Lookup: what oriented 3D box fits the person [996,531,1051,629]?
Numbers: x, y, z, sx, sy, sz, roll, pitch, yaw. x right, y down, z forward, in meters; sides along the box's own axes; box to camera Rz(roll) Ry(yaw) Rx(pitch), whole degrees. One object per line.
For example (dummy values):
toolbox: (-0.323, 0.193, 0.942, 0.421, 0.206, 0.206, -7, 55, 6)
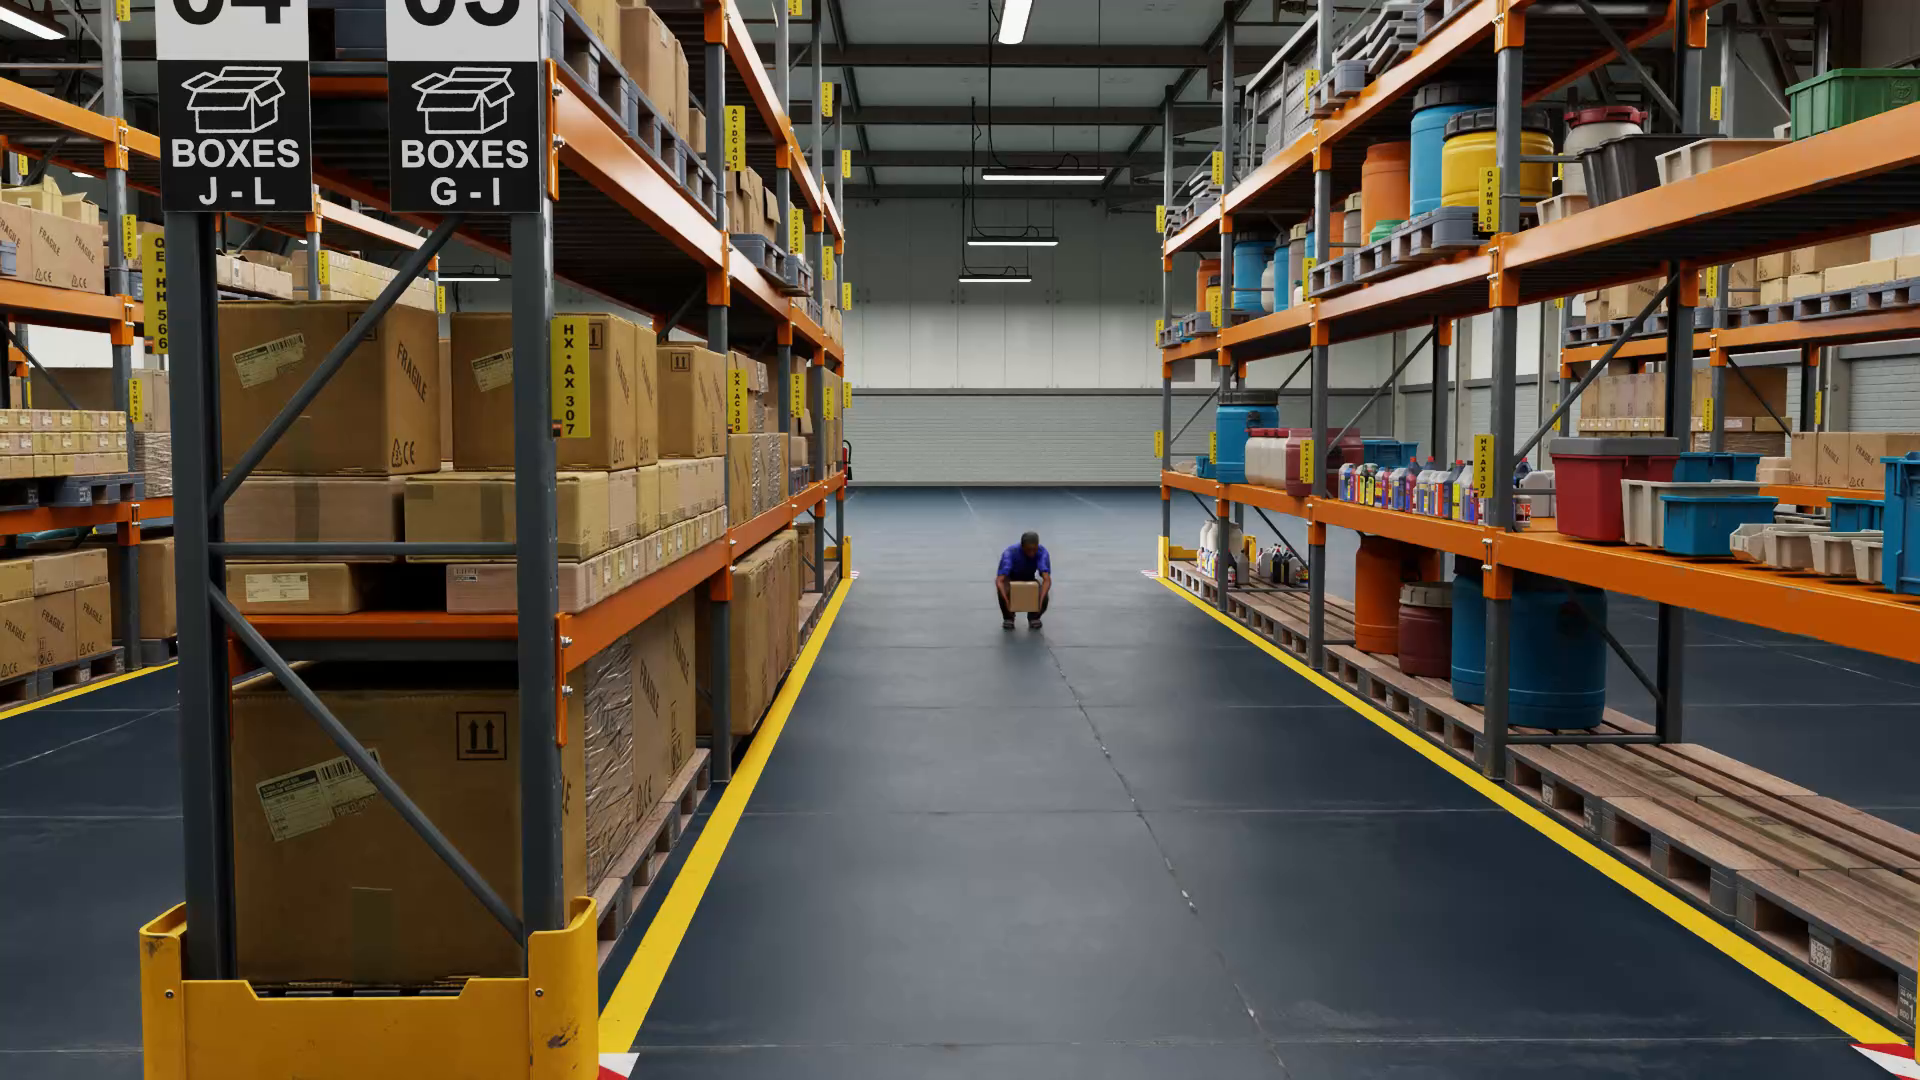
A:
person: (0.573, 0.363, 15.264, 0.507, 0.918, 0.818, 0, 4, -1)
